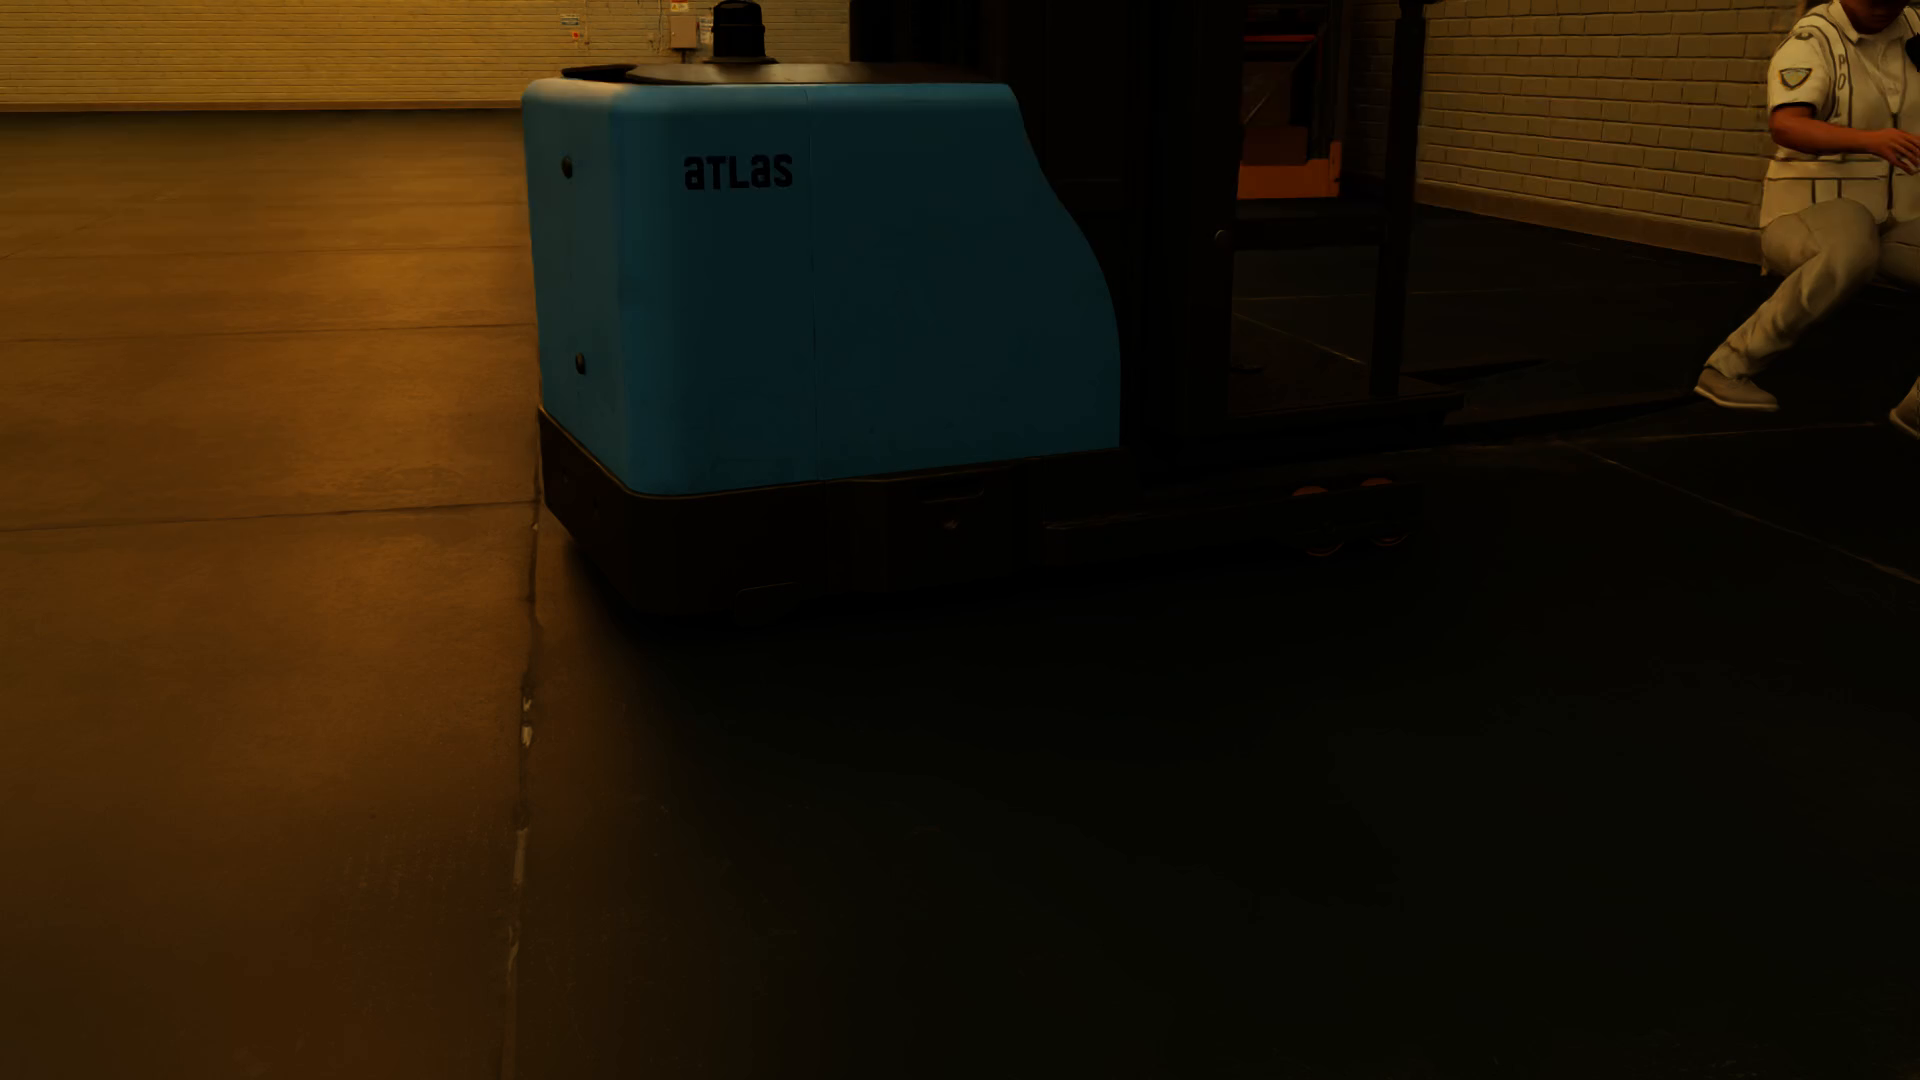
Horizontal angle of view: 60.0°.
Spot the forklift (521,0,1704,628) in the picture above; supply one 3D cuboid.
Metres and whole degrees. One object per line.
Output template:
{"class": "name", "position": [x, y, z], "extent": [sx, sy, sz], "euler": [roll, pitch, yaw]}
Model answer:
{"class": "forklift", "position": [0.542, -1.493, 3.894], "extent": [3.031, 2.935, 1.130], "euler": [-8, 18, -24]}

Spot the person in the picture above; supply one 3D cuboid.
{"class": "person", "position": [2.436, -0.867, 4.360], "extent": [0.967, 1.436, 0.735], "euler": [-2, 17, -8]}
